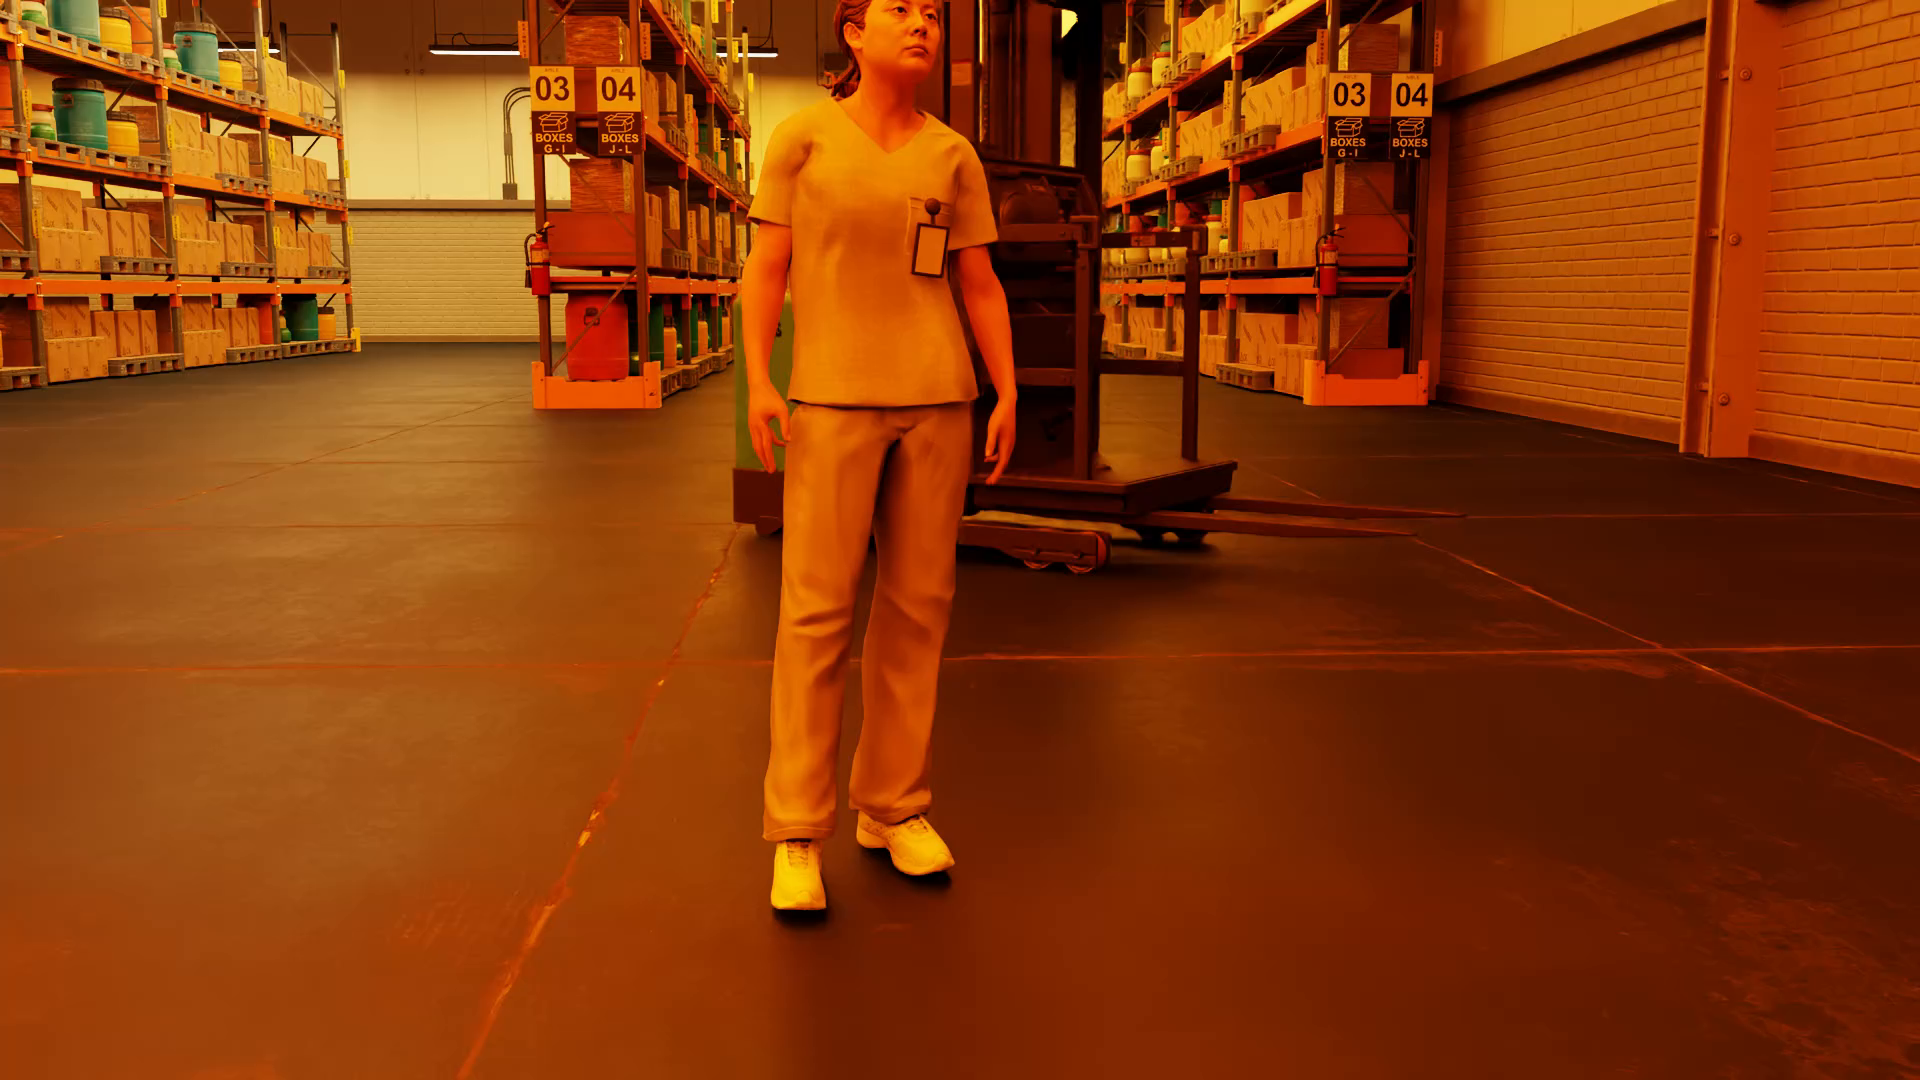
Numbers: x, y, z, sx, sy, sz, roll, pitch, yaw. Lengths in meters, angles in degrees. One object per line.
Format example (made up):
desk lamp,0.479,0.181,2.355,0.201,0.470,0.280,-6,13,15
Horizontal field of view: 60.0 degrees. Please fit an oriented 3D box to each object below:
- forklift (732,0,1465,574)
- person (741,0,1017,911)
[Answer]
forklift,0.511,-1.408,6.810,3.031,2.935,1.130,5,10,32
person,-0.134,-0.222,3.048,0.550,1.673,0.548,-3,9,-19
